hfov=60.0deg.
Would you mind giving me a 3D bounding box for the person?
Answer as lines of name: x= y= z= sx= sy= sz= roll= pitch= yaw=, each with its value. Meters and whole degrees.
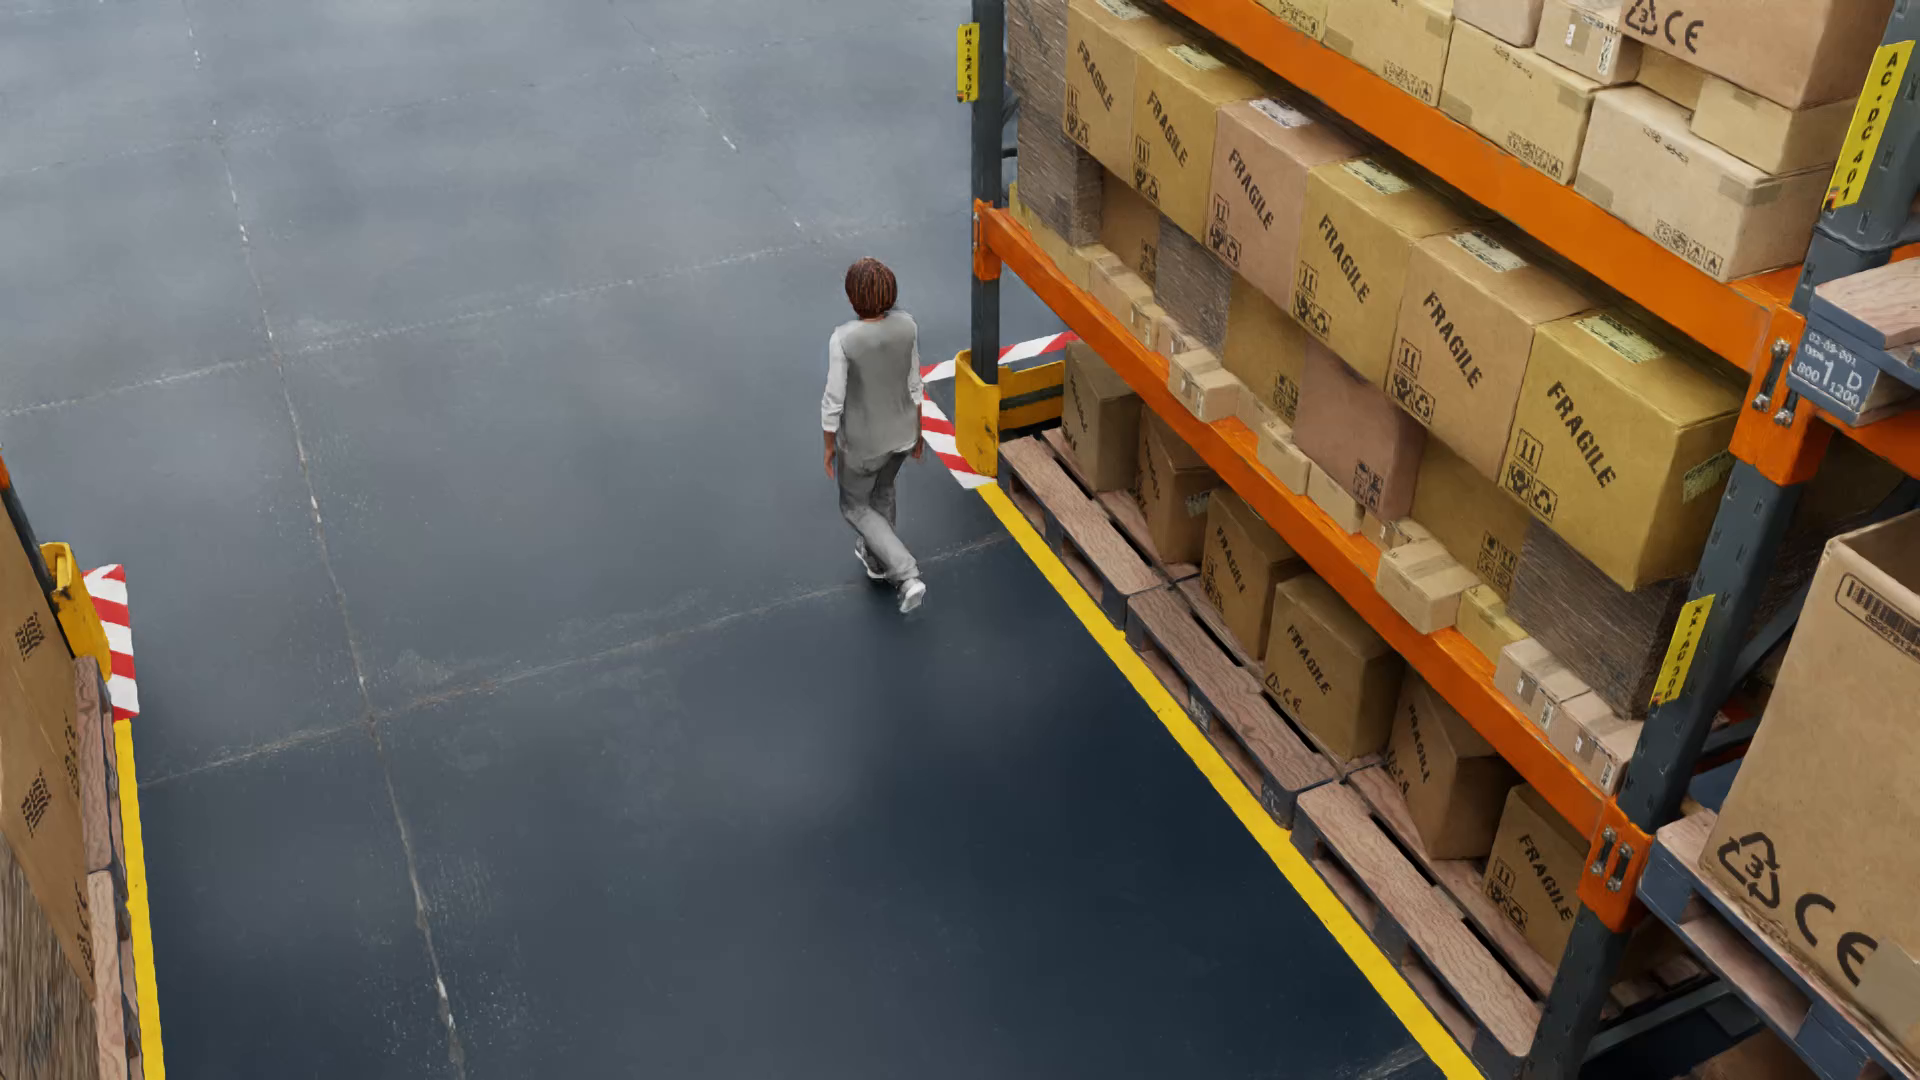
person: x=-0.323 y=-0.386 z=6.632 sx=0.428 sy=1.570 sz=0.722 roll=-21 pitch=42 yaw=-24
